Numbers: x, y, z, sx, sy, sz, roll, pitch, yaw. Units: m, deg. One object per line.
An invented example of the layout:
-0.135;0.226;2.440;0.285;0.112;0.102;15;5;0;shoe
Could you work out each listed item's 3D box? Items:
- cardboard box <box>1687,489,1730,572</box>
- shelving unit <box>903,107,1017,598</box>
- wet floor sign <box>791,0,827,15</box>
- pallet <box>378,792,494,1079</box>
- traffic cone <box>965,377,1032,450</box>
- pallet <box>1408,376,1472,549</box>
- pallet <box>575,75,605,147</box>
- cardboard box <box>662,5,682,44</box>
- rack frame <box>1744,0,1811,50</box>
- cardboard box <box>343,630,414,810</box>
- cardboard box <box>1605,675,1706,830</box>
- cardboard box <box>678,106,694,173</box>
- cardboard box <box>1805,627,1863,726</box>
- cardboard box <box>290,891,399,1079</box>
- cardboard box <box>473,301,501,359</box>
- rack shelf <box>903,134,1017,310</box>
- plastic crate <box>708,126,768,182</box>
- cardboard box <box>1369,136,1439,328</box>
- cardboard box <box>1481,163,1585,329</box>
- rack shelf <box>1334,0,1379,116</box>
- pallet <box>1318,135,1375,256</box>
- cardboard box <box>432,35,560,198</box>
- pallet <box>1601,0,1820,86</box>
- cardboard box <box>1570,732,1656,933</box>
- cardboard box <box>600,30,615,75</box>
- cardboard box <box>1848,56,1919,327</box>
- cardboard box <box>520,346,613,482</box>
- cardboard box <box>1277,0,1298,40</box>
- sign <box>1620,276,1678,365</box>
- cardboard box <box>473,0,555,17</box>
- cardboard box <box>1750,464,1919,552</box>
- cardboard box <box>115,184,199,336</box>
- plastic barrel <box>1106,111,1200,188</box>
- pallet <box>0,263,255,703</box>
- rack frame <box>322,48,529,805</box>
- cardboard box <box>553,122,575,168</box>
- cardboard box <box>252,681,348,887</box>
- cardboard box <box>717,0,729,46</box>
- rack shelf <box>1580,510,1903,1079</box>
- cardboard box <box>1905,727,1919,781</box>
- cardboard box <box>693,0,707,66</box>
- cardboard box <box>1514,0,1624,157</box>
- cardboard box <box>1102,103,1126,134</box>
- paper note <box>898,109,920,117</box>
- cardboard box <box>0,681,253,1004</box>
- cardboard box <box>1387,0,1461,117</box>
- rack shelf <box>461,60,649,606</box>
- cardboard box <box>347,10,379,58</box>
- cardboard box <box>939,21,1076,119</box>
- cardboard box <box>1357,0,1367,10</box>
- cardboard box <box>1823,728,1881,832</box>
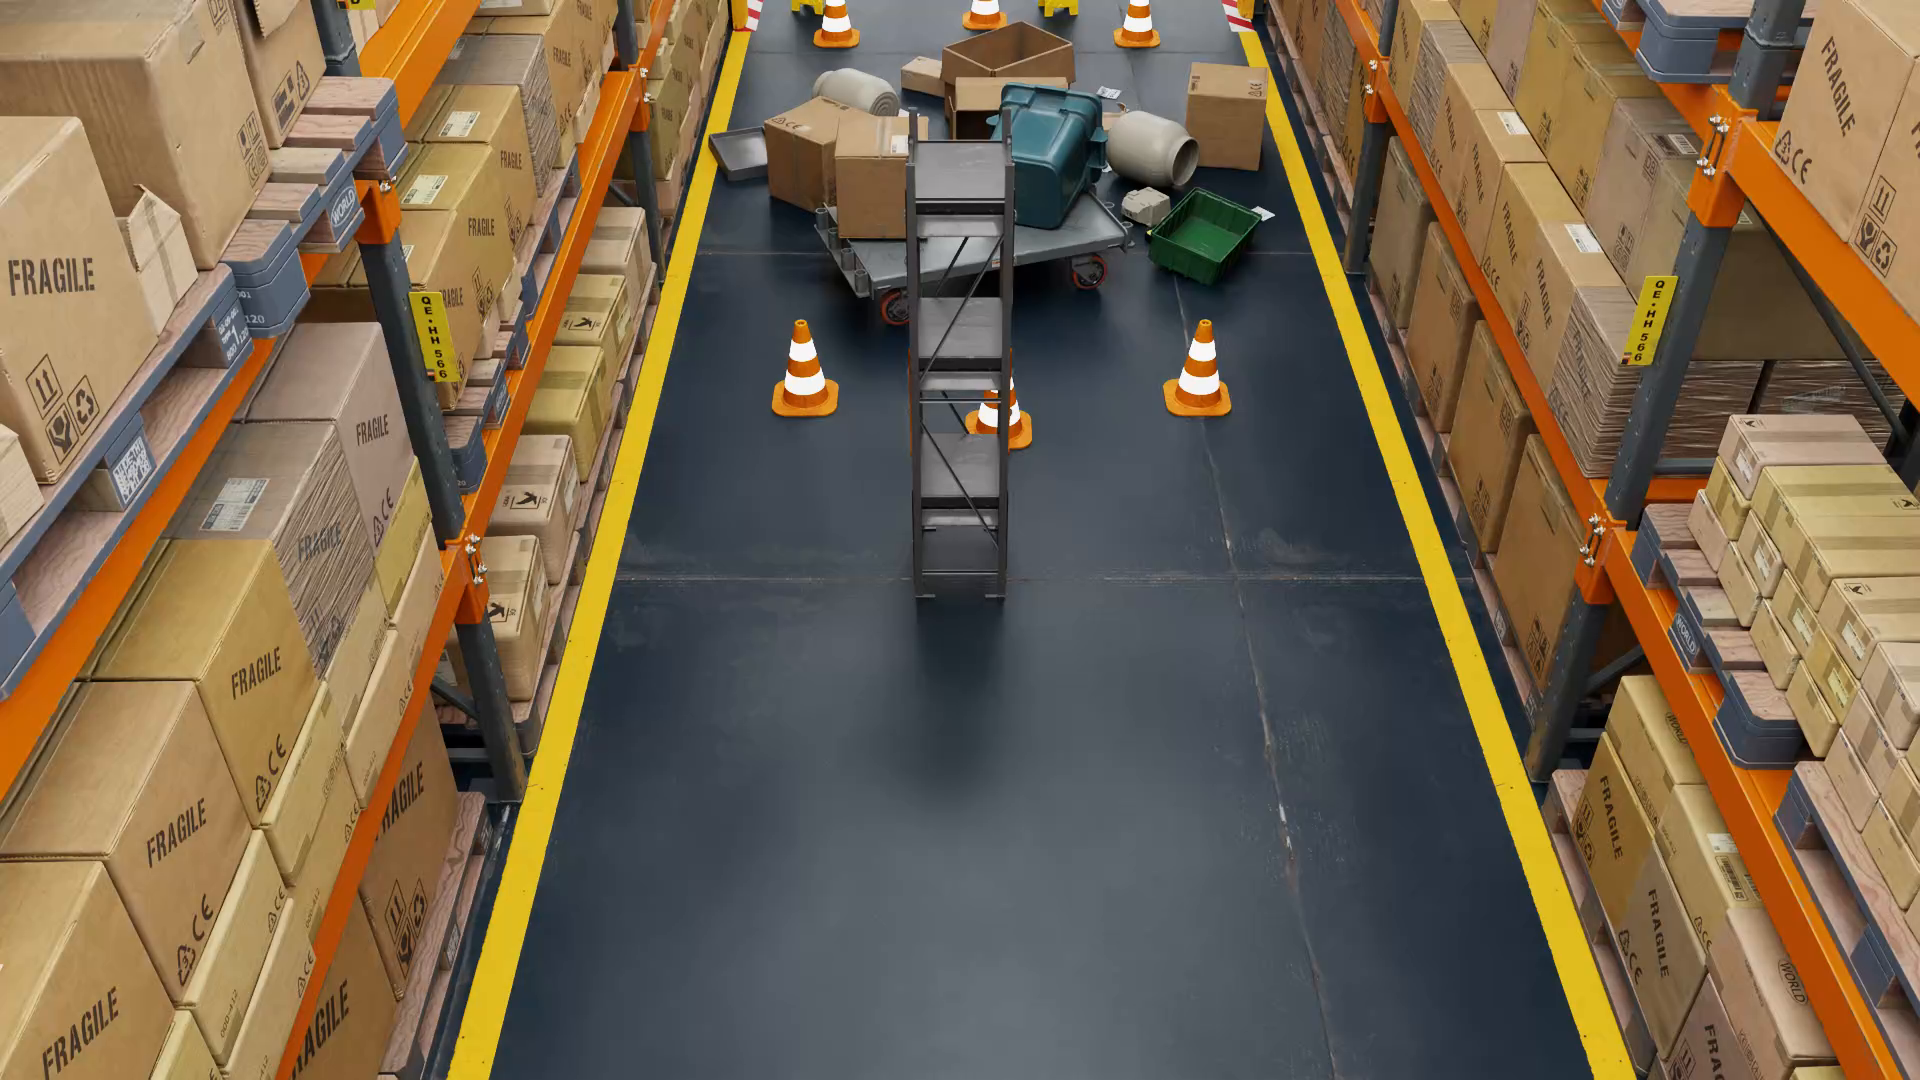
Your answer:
2.547;-0.033;5.257;0.380;0.149;0.250;-1;39;-1;cardboard box
0.000;-0.716;6.964;0.431;2.100;0.503;0;39;0;shelving unit
-1.141;-4.384;12.704;0.267;0.644;0.232;13;40;15;wet floor sign
-2.276;1.401;5.833;1.003;0.211;1.213;0;39;0;pallet
0.195;-0.736;8.299;0.336;0.463;0.334;0;39;0;traffic cone
2.824;-0.413;8.096;1.003;0.211;1.213;0;39;0;pallet
-2.351;-2.128;8.161;1.003;0.211;1.213;0;39;0;pallet
-1.880;-3.087;9.948;0.380;0.149;0.250;1;39;2;cardboard box
2.748;-2.588;3.783;1.000;3.000;0.127;0;39;0;rack frame
-1.925;0.514;4.830;0.500;0.250;0.500;1;39;1;cardboard box
2.507;0.704;5.537;0.500;0.250;0.500;-2;39;-2;cardboard box
-1.949;-2.475;10.303;0.500;0.250;0.500;2;39;3;cardboard box
2.554;0.368;4.519;0.380;0.149;0.250;0;39;0;cardboard box
-2.287;1.475;4.874;0.875;0.875;0.875;0;39;1;cardboard box
-1.937;-0.797;6.211;0.380;0.149;0.250;-2;39;-3;cardboard box
0.000;-1.251;6.535;0.431;0.518;0.480;0;39;0;rack shelf
-1.388;-2.524;10.836;0.402;0.080;0.583;-13;40;-16;plastic crate
2.834;-1.646;8.869;1.050;0.750;0.750;0;39;0;cardboard box
2.479;-1.192;6.759;0.500;0.500;0.500;-1;39;-1;cardboard box
2.741;-3.718;10.566;1.077;0.370;4.000;0;39;0;rack shelf
2.821;-2.136;10.246;1.003;0.211;1.213;0;39;0;pallet
-1.979;-1.751;6.883;0.500;0.500;0.500;-1;39;-2;cardboard box
2.694;-1.746;5.283;1.213;0.211;1.003;2;39;2;pallet
2.494;1.007;5.757;0.500;0.500;0.500;-2;39;-2;cardboard box
-1.930;-2.426;8.243;0.380;0.149;0.250;0;39;1;cardboard box
2.490;-0.786;3.854;0.500;0.500;0.500;0;39;0;cardboard box
-2.197;-0.607;7.875;0.950;0.372;0.625;1;39;1;cardboard box
2.806;-4.160;11.906;0.875;0.875;0.875;0;39;0;cardboard box
2.193;-0.696;5.294;0.100;0.325;0.005;0;39;0;sign
-1.943;-2.363;7.127;0.380;0.149;0.250;-2;39;-2;cardboard box
2.558;-0.088;4.850;0.380;0.149;0.250;-1;39;-1;cardboard box
-1.850;-0.601;3.474;0.396;0.266;0.258;-1;39;-1;cardboard box
1.208;-2.451;10.470;0.512;0.421;0.421;28;46;30;plastic barrel
-2.144;-0.175;3.322;1.003;0.211;1.213;2;39;2;pallet
-2.202;-0.180;5.576;1.000;3.000;0.127;0;39;0;rack frame
-1.943;-1.788;7.447;0.380;0.149;0.250;0;39;0;cardboard box
-1.922;0.627;4.289;0.500;0.250;0.500;-1;39;-1;cardboard box
-1.941;-3.753;11.898;0.500;0.250;0.500;0;39;0;cardboard box
2.750;1.285;4.324;1.077;0.370;4.000;0;39;0;rack shelf
2.558;0.566;4.034;0.380;0.149;0.250;1;39;1;cardboard box
-1.952;-3.424;10.887;0.500;0.500;0.500;-1;39;-1;cardboard box
2.752;-1.913;6.859;0.700;0.500;0.500;0;39;0;cardboard box
0.900;-2.755;10.975;0.396;0.266;0.258;6;39;8;cardboard box
-0.369;-2.899;11.352;0.148;0.019;0.142;13;40;15;paper note
-1.944;0.662;3.646;0.500;0.500;0.500;-1;39;-1;cardboard box
2.475;-2.458;8.339;0.500;0.500;0.500;0;39;0;cardboard box
-2.204;-1.150;7.362;1.077;0.370;4.000;0;39;0;rack shelf
-2.033;-1.655;5.125;0.396;0.266;0.258;0;39;0;cardboard box
0.323;-3.112;11.231;0.797;0.503;0.637;-28;46;-30;cardboard box
2.708;-3.381;9.451;0.875;0.550;0.550;0;39;0;cardboard box
2.552;0.639;4.419;0.380;0.149;0.250;1;39;1;cardboard box
